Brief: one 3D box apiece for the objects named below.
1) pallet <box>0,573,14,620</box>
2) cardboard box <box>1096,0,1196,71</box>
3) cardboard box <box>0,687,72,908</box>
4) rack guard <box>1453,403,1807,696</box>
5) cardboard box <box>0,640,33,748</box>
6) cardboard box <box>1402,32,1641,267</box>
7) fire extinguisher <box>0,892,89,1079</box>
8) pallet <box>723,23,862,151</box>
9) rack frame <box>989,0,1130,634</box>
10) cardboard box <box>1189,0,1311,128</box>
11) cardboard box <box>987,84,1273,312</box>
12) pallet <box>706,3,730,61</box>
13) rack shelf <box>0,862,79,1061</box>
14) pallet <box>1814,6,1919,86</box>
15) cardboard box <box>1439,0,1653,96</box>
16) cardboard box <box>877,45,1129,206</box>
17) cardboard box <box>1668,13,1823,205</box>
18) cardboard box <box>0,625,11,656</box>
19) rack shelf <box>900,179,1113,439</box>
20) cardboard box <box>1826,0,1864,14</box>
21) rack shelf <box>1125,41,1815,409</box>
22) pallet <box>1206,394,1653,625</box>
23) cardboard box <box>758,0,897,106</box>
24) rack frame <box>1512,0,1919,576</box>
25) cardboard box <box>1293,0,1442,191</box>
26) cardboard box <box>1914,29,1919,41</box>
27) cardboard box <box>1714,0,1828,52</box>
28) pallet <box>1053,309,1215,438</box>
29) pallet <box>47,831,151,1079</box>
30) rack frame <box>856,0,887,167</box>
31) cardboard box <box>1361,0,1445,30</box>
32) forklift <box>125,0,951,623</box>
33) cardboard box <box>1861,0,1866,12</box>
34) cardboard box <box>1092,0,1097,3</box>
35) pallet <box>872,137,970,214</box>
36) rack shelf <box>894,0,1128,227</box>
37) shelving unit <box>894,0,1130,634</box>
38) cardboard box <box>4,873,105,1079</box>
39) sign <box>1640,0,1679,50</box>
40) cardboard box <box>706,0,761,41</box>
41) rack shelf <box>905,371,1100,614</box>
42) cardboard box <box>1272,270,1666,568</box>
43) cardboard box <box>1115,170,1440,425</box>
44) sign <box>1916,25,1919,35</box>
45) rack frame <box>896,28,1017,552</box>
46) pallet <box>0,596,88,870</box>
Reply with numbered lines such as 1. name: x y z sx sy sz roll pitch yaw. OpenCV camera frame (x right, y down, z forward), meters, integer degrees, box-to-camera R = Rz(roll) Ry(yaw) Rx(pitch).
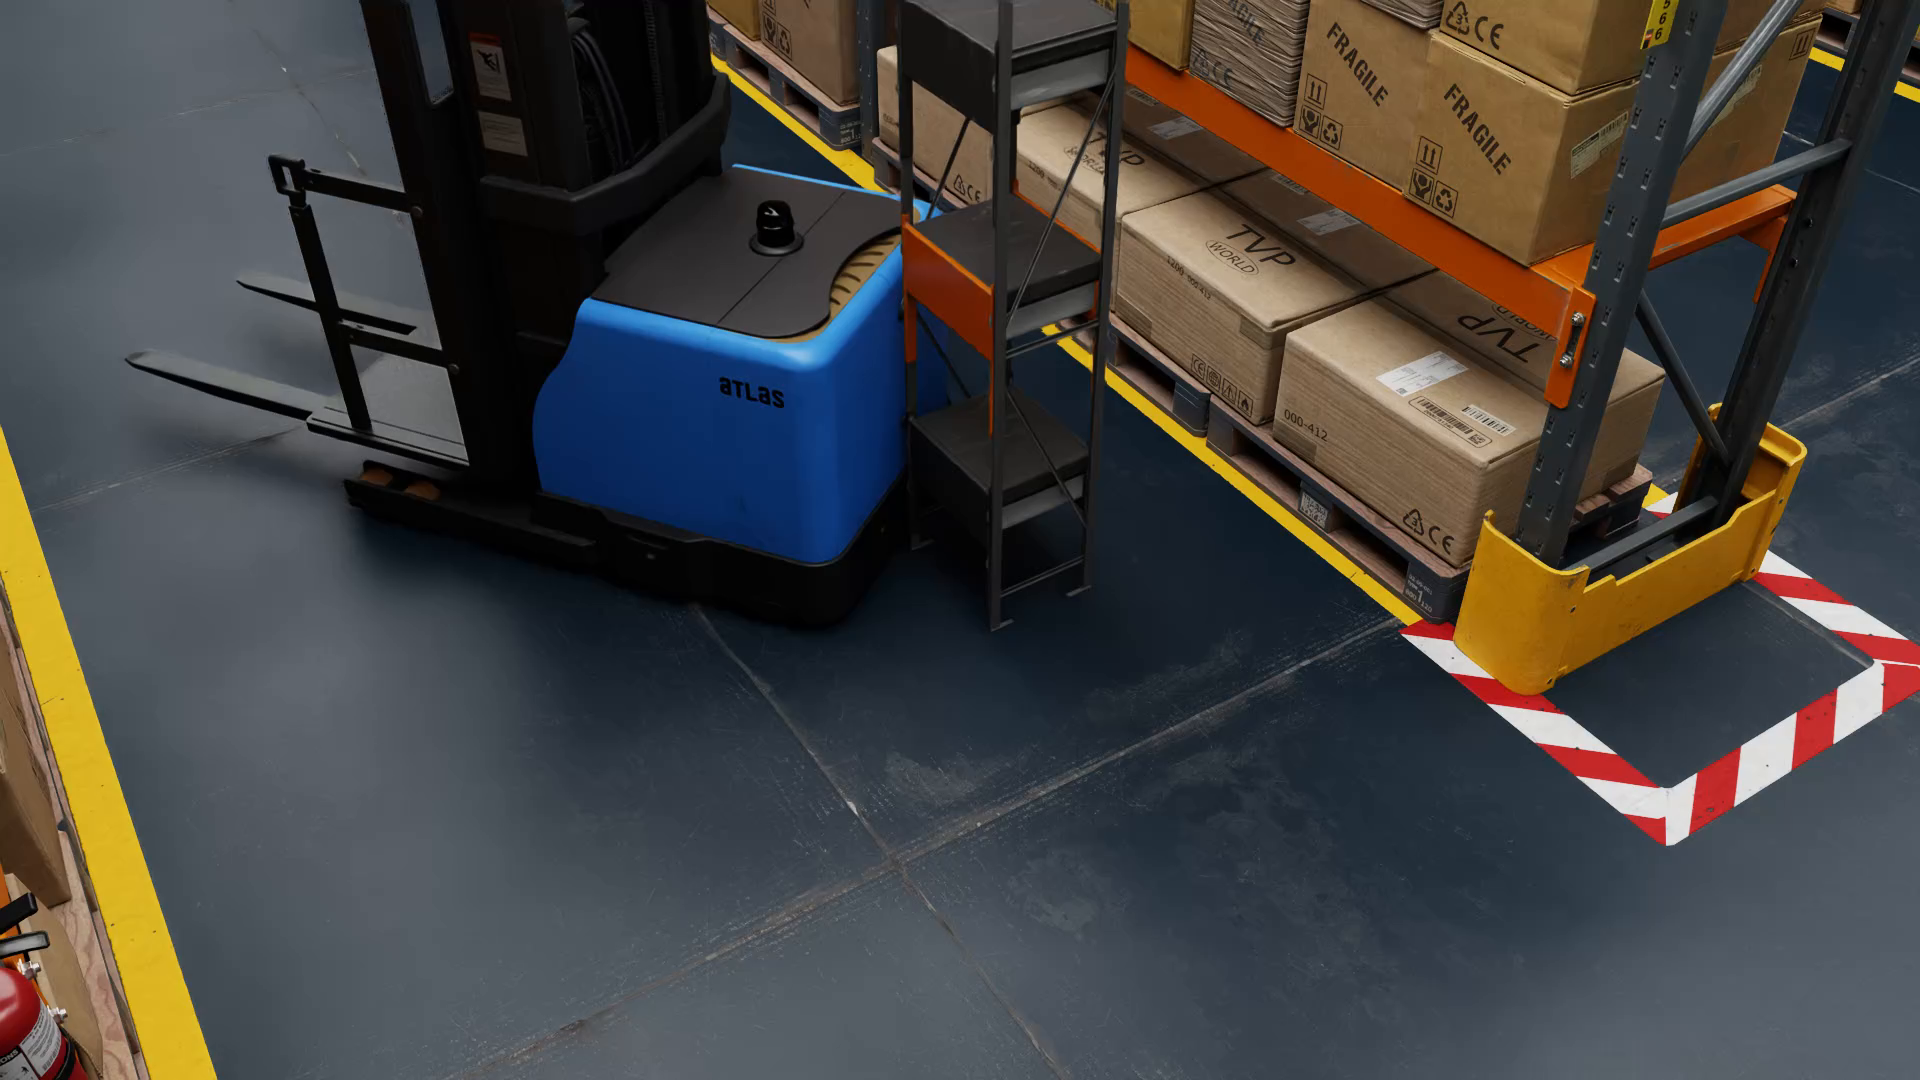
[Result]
1. pallet: -3.830 0.036 5.542 1.003 0.211 1.213 -22 45 -24
2. cardboard box: 0.823 -1.990 5.717 0.500 0.500 0.500 -21 44 -23
3. cardboard box: -2.723 0.714 4.174 0.700 0.500 0.500 -20 44 -23
4. rack guard: 2.149 0.015 5.341 1.175 0.500 0.348 -22 45 -24
5. cardboard box: -2.923 0.394 4.558 0.500 0.500 0.500 -21 44 -24
6. cardboard box: 1.653 -1.166 4.728 0.500 0.500 0.500 -22 45 -24
7. fire extinguisher: -1.579 0.846 2.743 0.296 0.674 0.183 -22 45 -24
8. pallet: -0.493 -2.436 8.509 1.003 0.211 1.213 -22 45 -24
9. rack frame: 0.265 -0.577 4.802 0.400 2.100 0.015 -23 45 -25
10. cardboard box: 1.111 -1.716 5.388 0.500 0.500 0.500 -21 44 -23
11. cardboard box: 0.714 -1.435 6.803 0.875 0.438 0.875 -24 45 -26
12. pallet: -1.154 -3.095 9.300 1.003 0.211 1.213 -22 45 -24
13. rack shelf: -3.123 -0.050 4.029 1.077 0.370 4.000 -22 45 -24
14. pallet: 5.155 -2.795 8.939 1.003 0.211 1.213 -22 45 -24
15. cardboard box: 1.676 -1.559 4.418 0.500 0.500 0.500 -21 44 -23
16. cardboard box: 0.232 -1.918 7.382 0.875 0.438 0.875 -23 45 -25
17. cardboard box: 2.120 -1.354 4.954 0.500 0.500 0.500 -23 45 -25
18. cardboard box: -3.281 0.154 4.847 0.700 0.500 0.500 -24 45 -26
19. rack shelf: 0.132 -0.697 4.968 0.431 0.518 0.480 -23 45 -25
20. cardboard box: 4.761 -2.948 8.844 0.380 0.149 0.250 -23 45 -26
21. rack shelf: 1.060 -1.761 6.082 1.077 0.370 4.000 -22 45 -24
22. pallet: 1.640 -0.291 5.935 1.003 0.211 1.213 -22 45 -24
23. cardboard box: -0.416 -2.769 8.062 0.875 0.875 0.875 -21 44 -23
24. rack frame: 2.136 -0.958 4.556 1.000 3.000 0.127 -22 45 -24
25. cardboard box: 1.396 -1.442 5.059 0.500 0.500 0.500 -23 45 -25
26. cardboard box: 5.039 -2.670 8.510 0.380 0.149 0.250 -21 44 -24
27. cardboard box: 2.118 -1.738 4.633 0.500 0.500 0.500 -23 45 -25
28. pallet: 0.988 -0.949 6.724 1.003 0.211 1.213 -22 45 -24
29. pallet: -2.518 1.353 3.962 1.003 0.211 1.213 -22 45 -24
30. rack frame: -0.015 -3.117 7.147 1.000 3.000 0.127 -22 45 -24
31. cardboard box: 1.370 -1.831 4.745 0.500 0.500 0.500 -22 45 -24
32. forklift: -1.598 -1.463 5.216 3.031 2.935 1.130 15 42 17
33. cardboard box: 4.967 -2.833 8.705 0.380 0.149 0.250 -21 44 -23
34. cardboard box: 0.546 -2.268 6.051 0.500 0.500 0.500 -22 45 -24
35. pallet: 0.328 -1.608 7.515 1.003 0.211 1.213 -22 45 -24
36. rack shelf: 0.132 -1.235 4.520 0.431 0.518 0.480 -23 45 -25
37. shelving unit: 0.132 -0.708 4.959 0.431 2.100 0.503 -23 45 -25
38. cardboard box: -2.296 1.188 3.604 0.797 0.503 0.637 -24 45 -26
39. sign: 1.671 -1.314 3.895 0.100 0.325 0.005 -22 45 -24
40. cardboard box: -0.908 -3.254 8.644 0.875 0.875 0.875 -21 44 -23
41. rack shelf: 0.132 -0.159 5.416 0.431 0.518 0.480 -23 45 -25
42. cardboard box: 1.697 -0.457 5.628 0.875 0.438 0.875 -24 45 -26
43. cardboard box: 1.197 -0.948 6.218 0.875 0.438 0.875 -21 44 -23
44. sign: 2.607 -1.509 4.479 0.100 0.325 0.005 -22 45 -24
45. rack frame: -0.002 -0.839 5.116 0.400 2.100 0.015 -23 45 -25
46. pallet: -3.170 0.695 4.751 1.003 0.211 1.213 -22 45 -24
